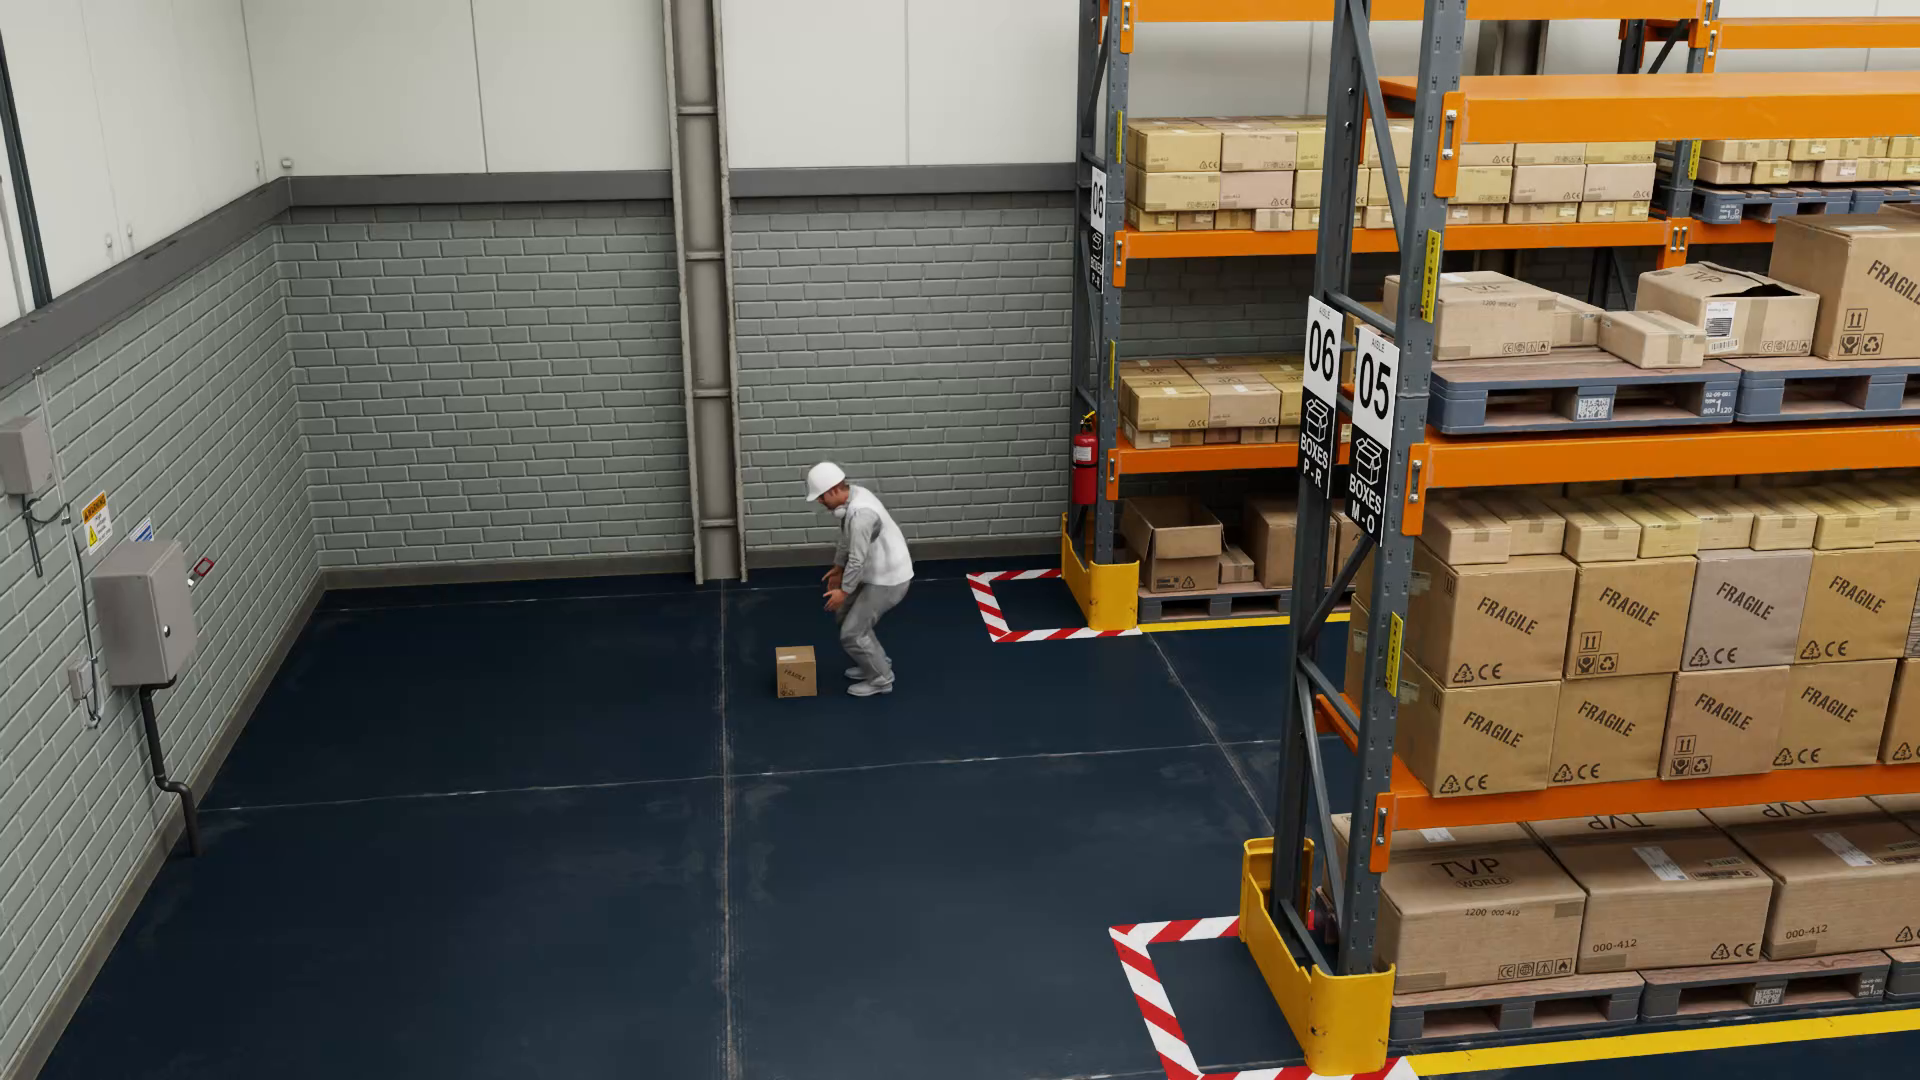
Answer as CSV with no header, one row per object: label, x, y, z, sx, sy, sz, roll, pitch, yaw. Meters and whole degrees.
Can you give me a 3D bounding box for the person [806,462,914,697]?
person,-0.636,0.240,10.697,0.671,1.559,0.588,-3,20,-7
